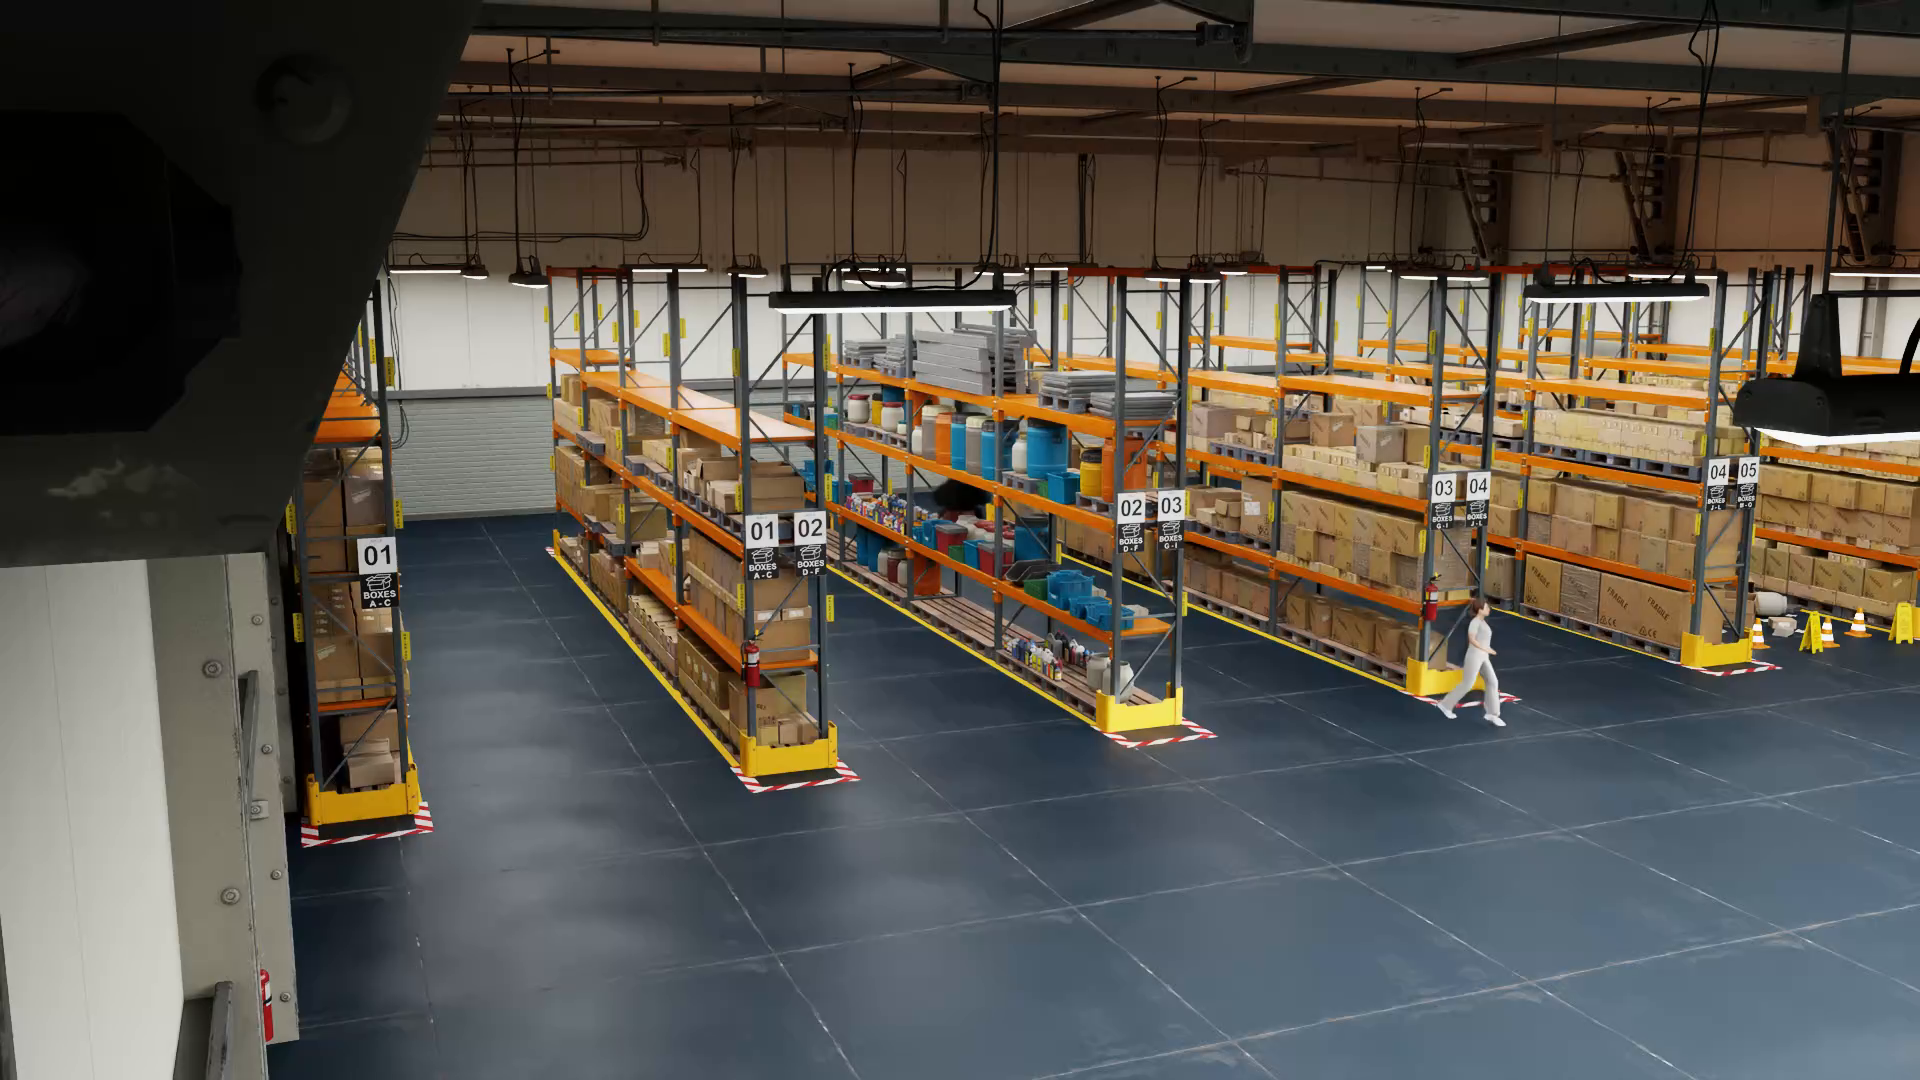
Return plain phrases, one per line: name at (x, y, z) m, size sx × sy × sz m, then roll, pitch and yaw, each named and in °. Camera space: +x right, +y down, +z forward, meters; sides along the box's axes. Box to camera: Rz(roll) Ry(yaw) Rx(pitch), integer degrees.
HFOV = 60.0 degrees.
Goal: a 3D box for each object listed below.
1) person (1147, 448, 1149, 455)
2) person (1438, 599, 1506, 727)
person at (4.354, -1.568, 40.764) m, size 0.763 × 1.680 × 0.551 m, roll 5°, pitch 11°, yaw 28°
person at (7.001, 1.625, 22.520) m, size 0.807 × 1.670 × 0.648 m, roll 7°, pitch 12°, yaw 33°
